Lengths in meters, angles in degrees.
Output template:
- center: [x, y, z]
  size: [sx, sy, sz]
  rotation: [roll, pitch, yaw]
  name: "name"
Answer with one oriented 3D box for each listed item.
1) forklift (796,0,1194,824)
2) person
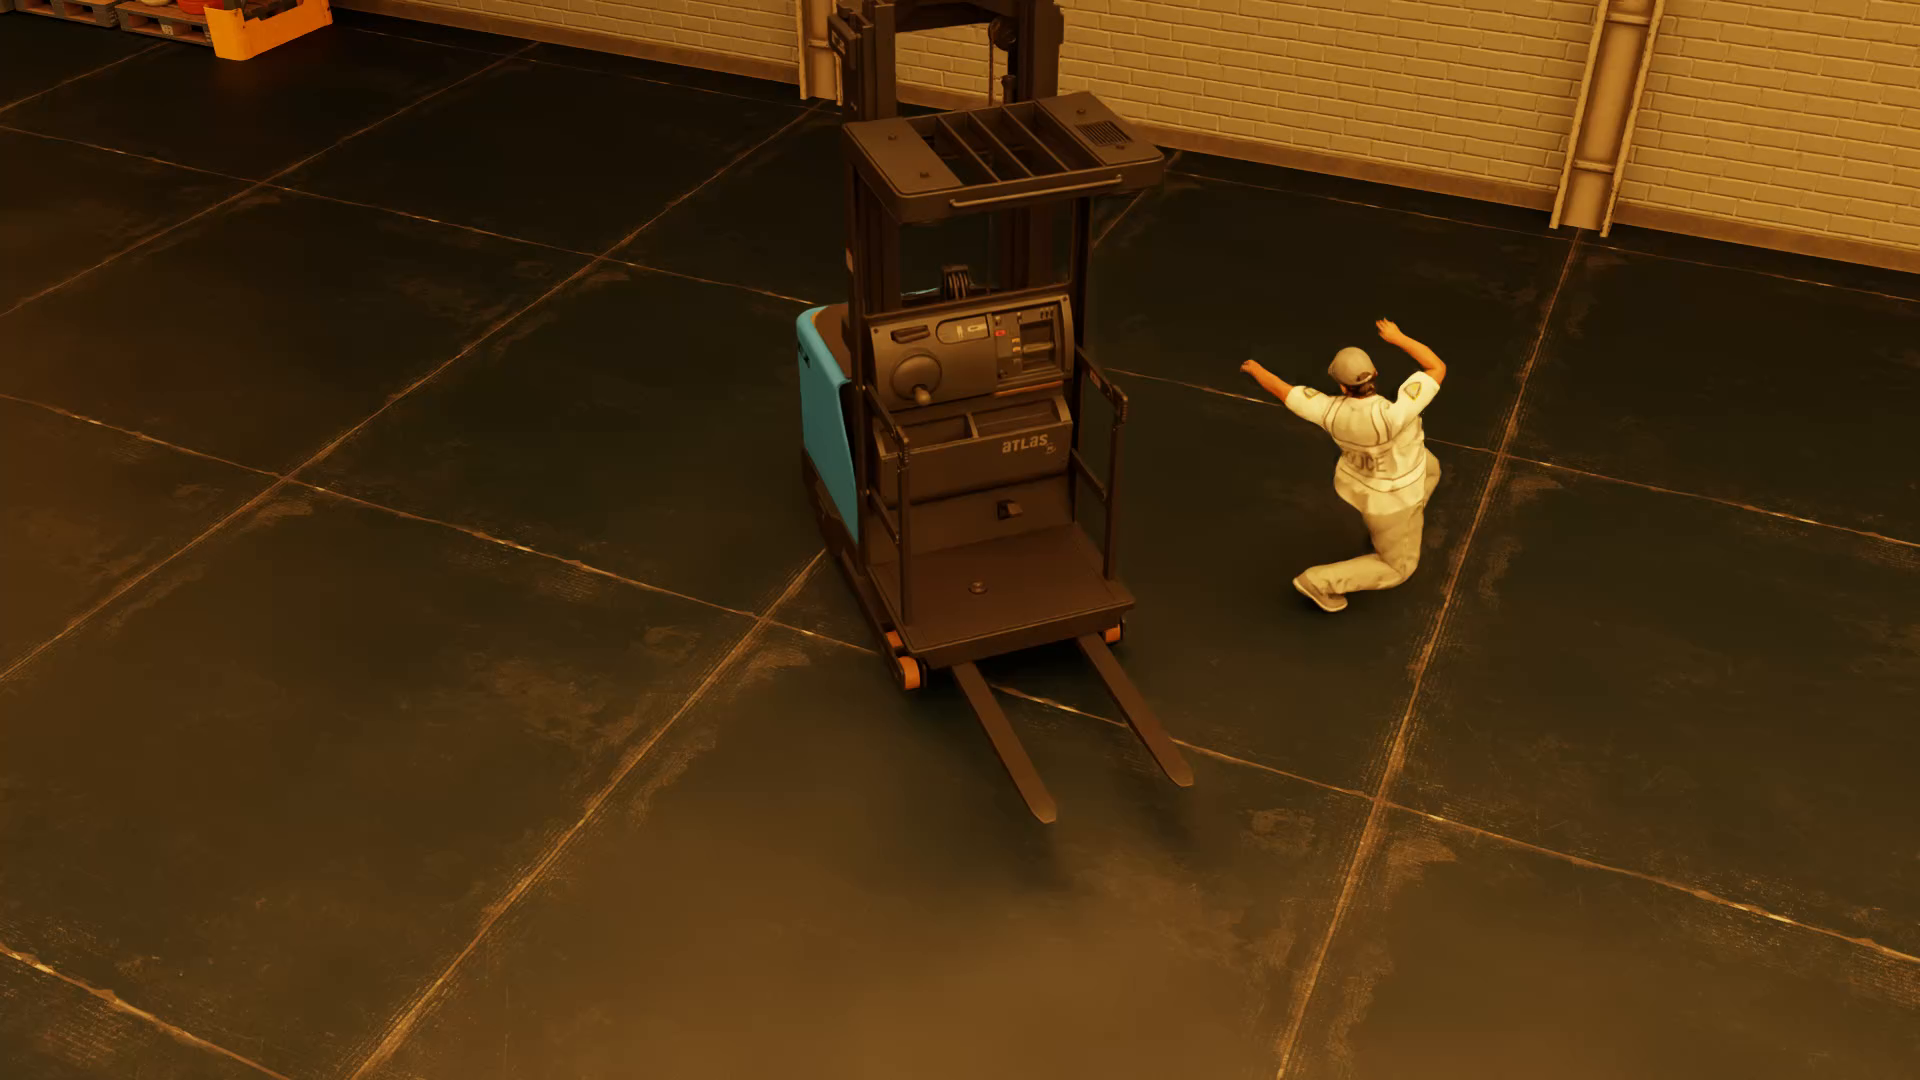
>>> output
- center: [0.135, -0.772, 7.169]
  size: [1.130, 2.935, 3.031]
  rotation: [-12, 37, -16]
  name: "forklift"
- center: [1.906, -0.458, 8.055]
  size: [0.857, 1.437, 1.007]
  rotation: [-16, 39, -21]
  name: "person"
